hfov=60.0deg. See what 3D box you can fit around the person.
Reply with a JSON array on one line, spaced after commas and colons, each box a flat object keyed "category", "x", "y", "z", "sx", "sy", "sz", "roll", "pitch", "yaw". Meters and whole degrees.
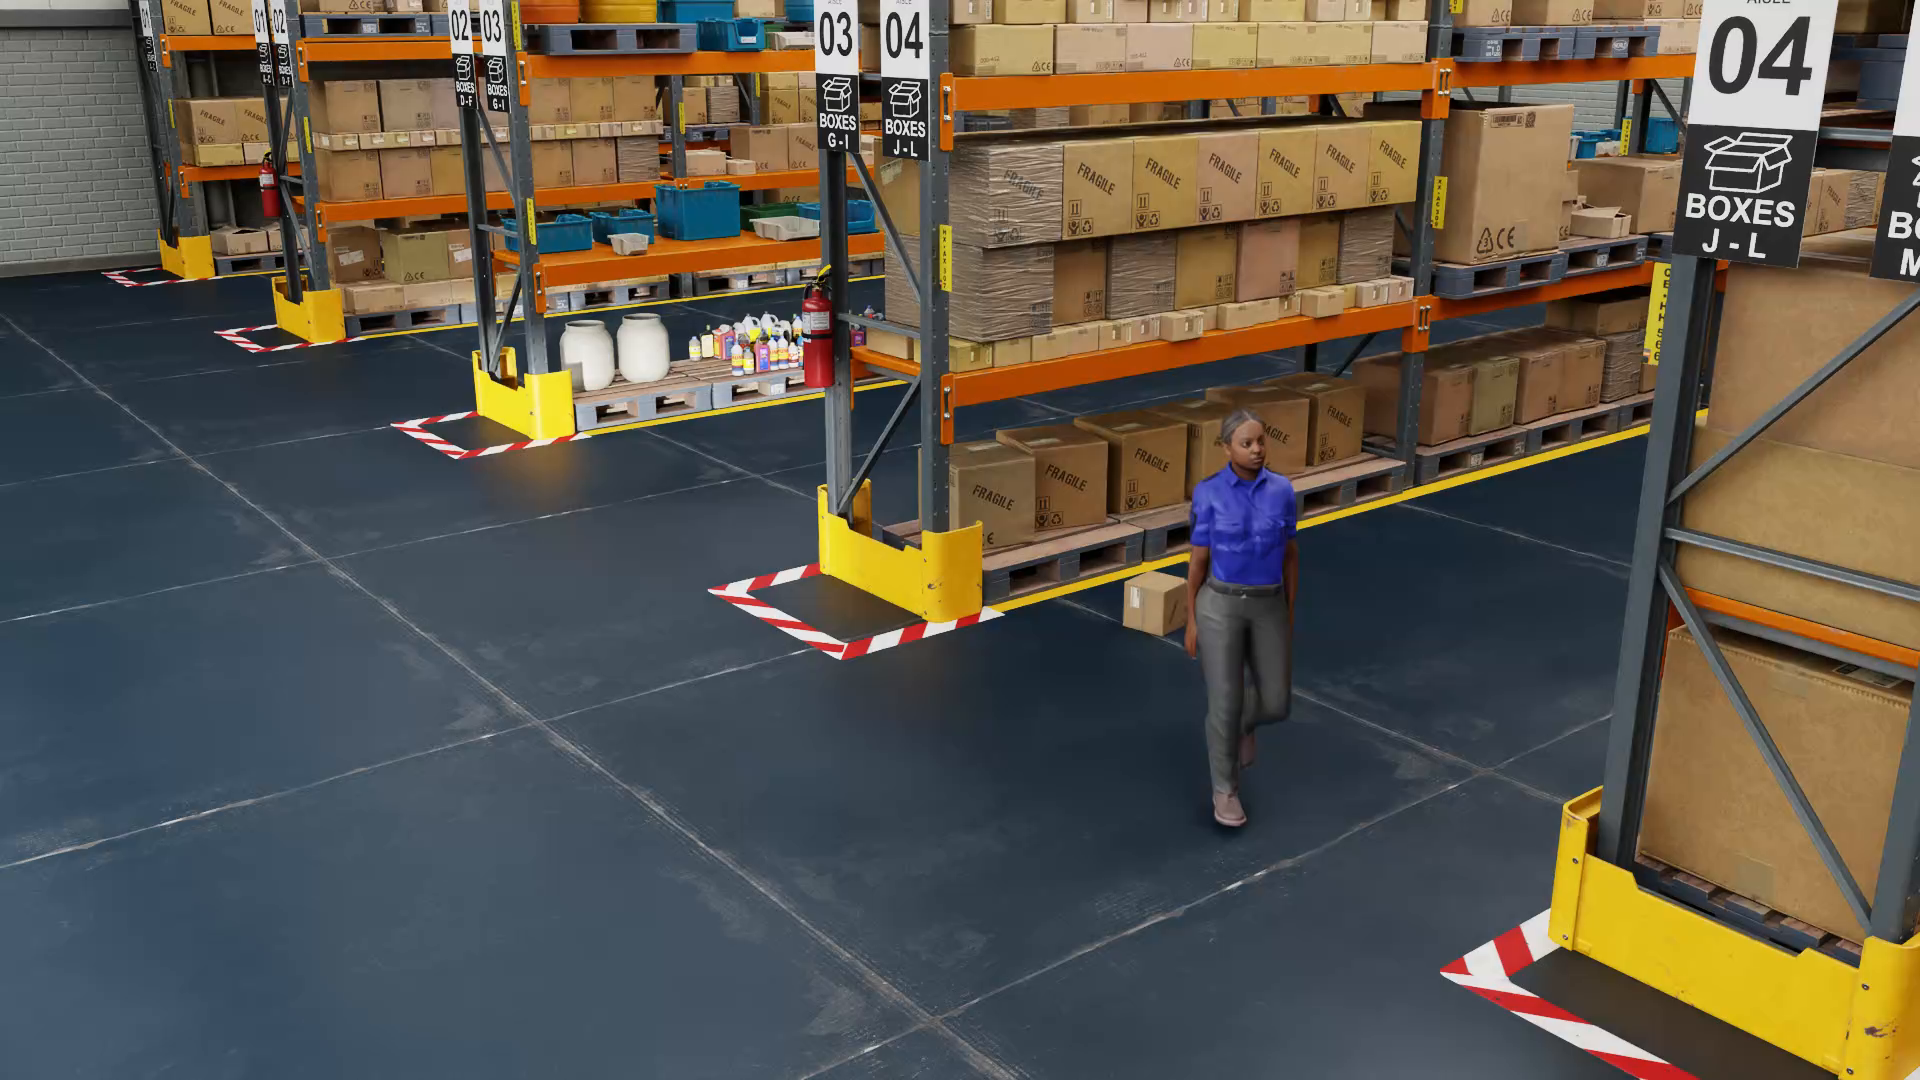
[{"category": "person", "x": 1.120, "y": 0.277, "z": 6.645, "sx": 0.460, "sy": 1.631, "sz": 0.619, "roll": -2, "pitch": 18, "yaw": -7}]
